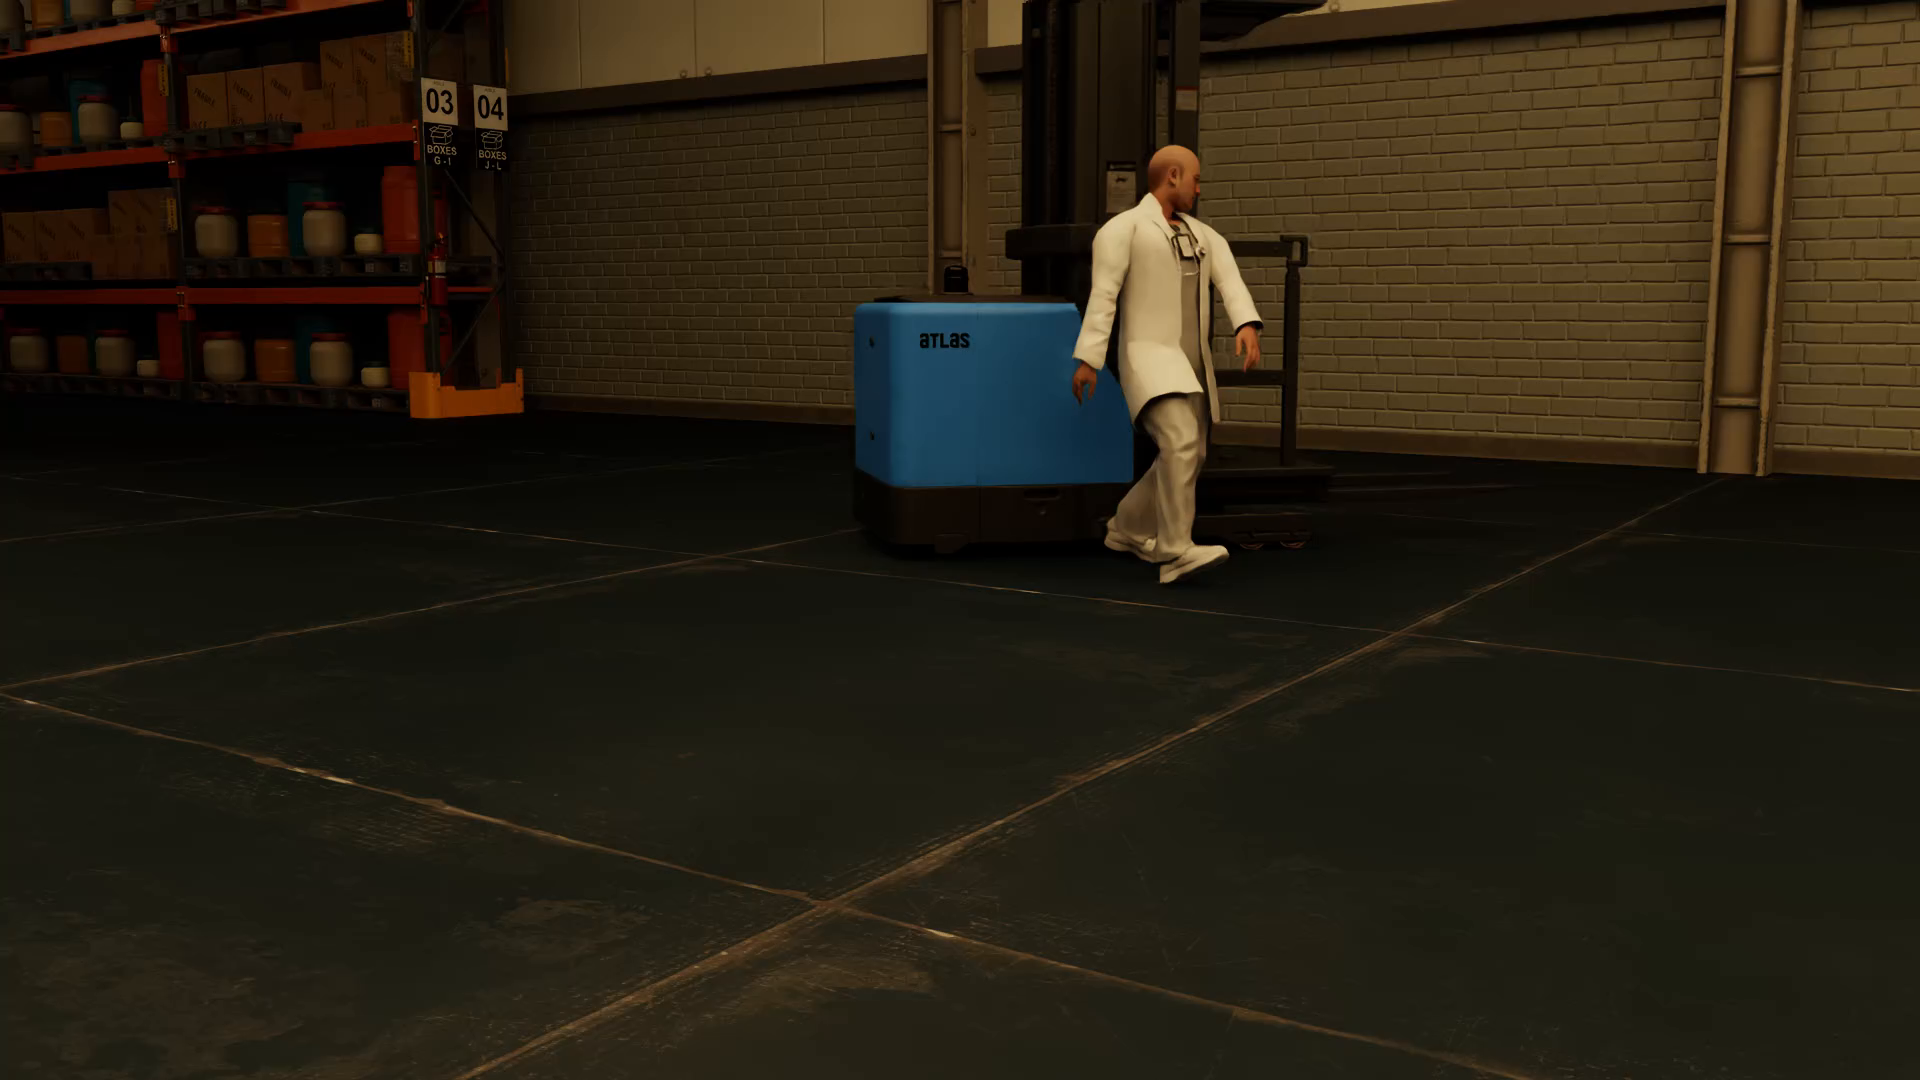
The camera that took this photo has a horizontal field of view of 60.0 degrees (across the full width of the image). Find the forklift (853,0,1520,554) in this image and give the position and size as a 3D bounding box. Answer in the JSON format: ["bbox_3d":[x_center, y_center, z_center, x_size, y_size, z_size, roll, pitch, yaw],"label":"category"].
[{"bbox_3d":[1.069,-1.476,7.572,3.031,2.935,1.130,-2,8,-13],"label":"forklift"}]

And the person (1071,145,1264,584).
[{"bbox_3d":[0.793,-0.692,6.554,0.739,1.712,0.927,-7,11,-42],"label":"person"}]
